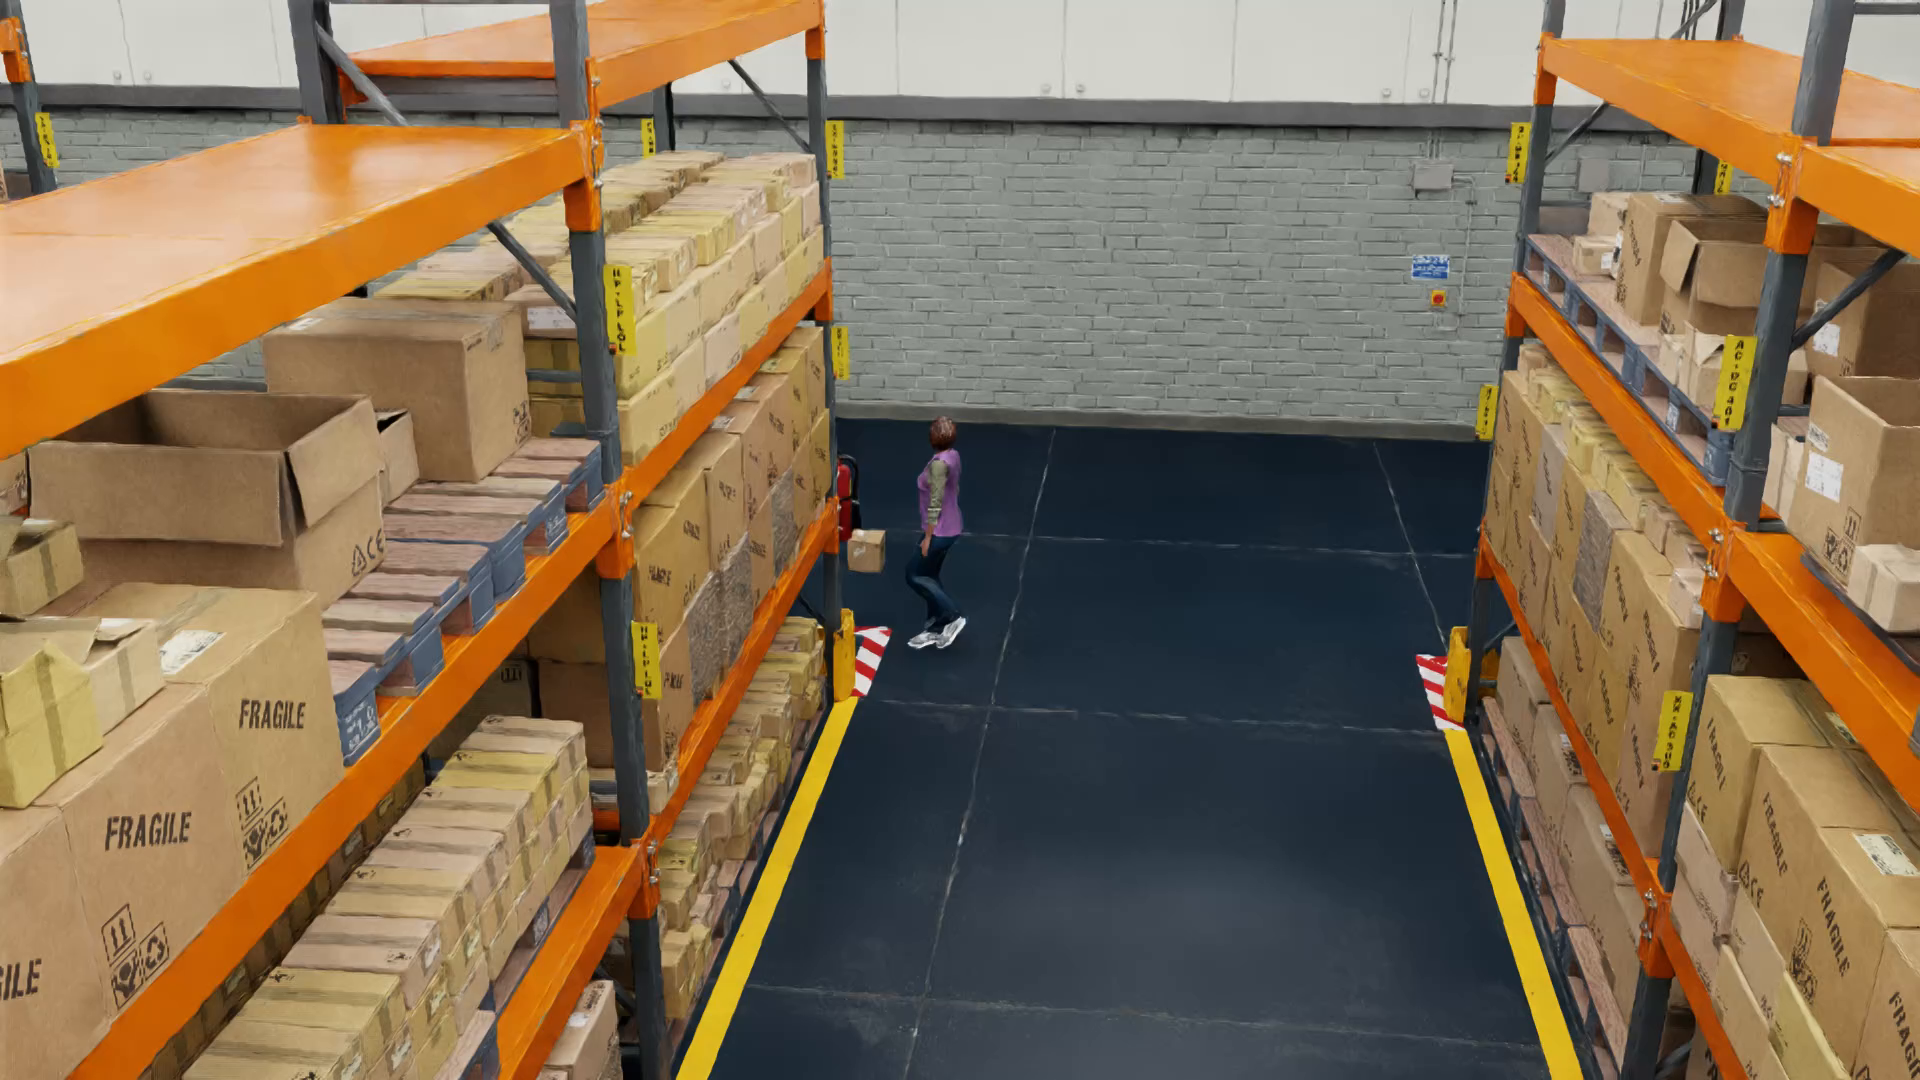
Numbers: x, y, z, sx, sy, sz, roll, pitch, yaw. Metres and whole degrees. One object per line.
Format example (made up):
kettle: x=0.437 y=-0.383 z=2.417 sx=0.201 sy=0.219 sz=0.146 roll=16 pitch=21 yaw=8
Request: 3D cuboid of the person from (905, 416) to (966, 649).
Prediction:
person: x=-0.150 y=-0.040 z=11.226 sx=0.415 sy=1.578 sz=0.547 roll=2 pitch=22 yaw=6
